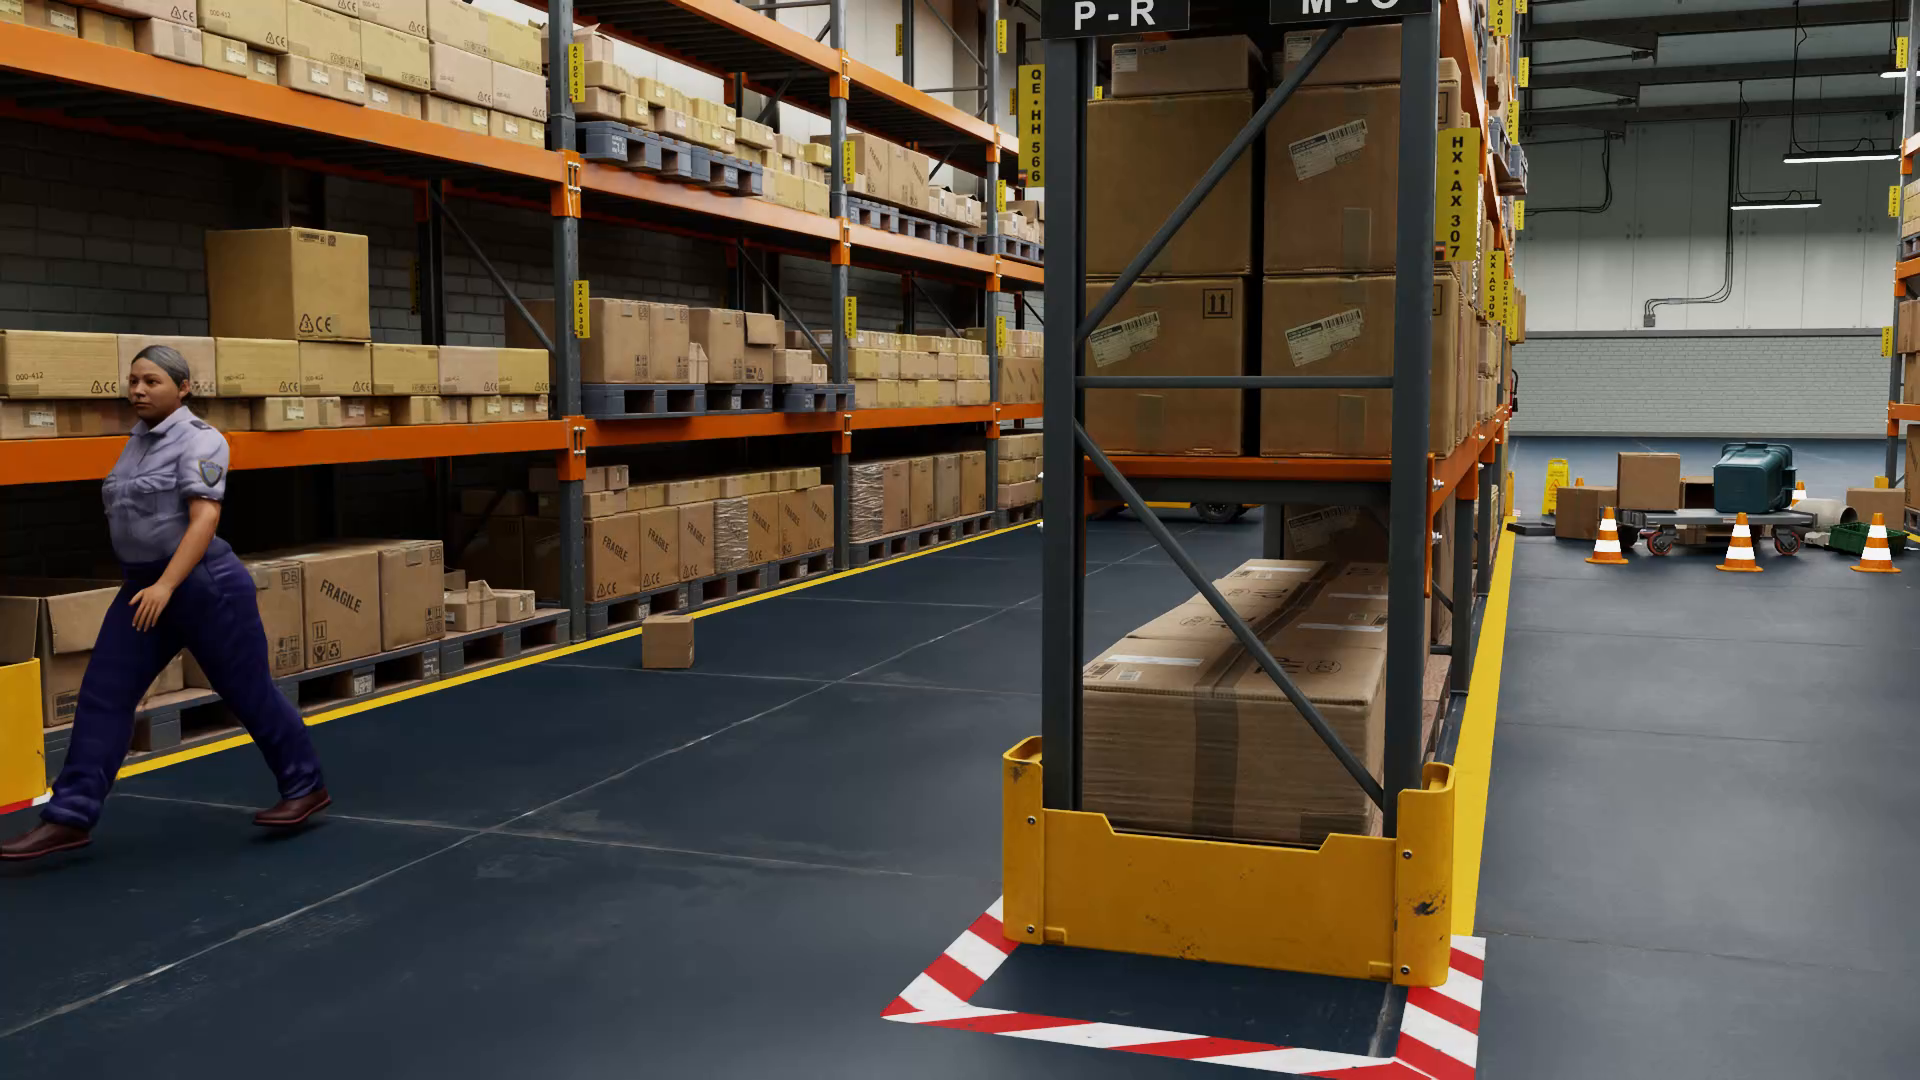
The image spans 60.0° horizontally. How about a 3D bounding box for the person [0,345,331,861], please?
[{"bbox_3d":[-2.552,0.175,5.310,0.580,1.590,0.988,3,6,31],"label":"person"}]
